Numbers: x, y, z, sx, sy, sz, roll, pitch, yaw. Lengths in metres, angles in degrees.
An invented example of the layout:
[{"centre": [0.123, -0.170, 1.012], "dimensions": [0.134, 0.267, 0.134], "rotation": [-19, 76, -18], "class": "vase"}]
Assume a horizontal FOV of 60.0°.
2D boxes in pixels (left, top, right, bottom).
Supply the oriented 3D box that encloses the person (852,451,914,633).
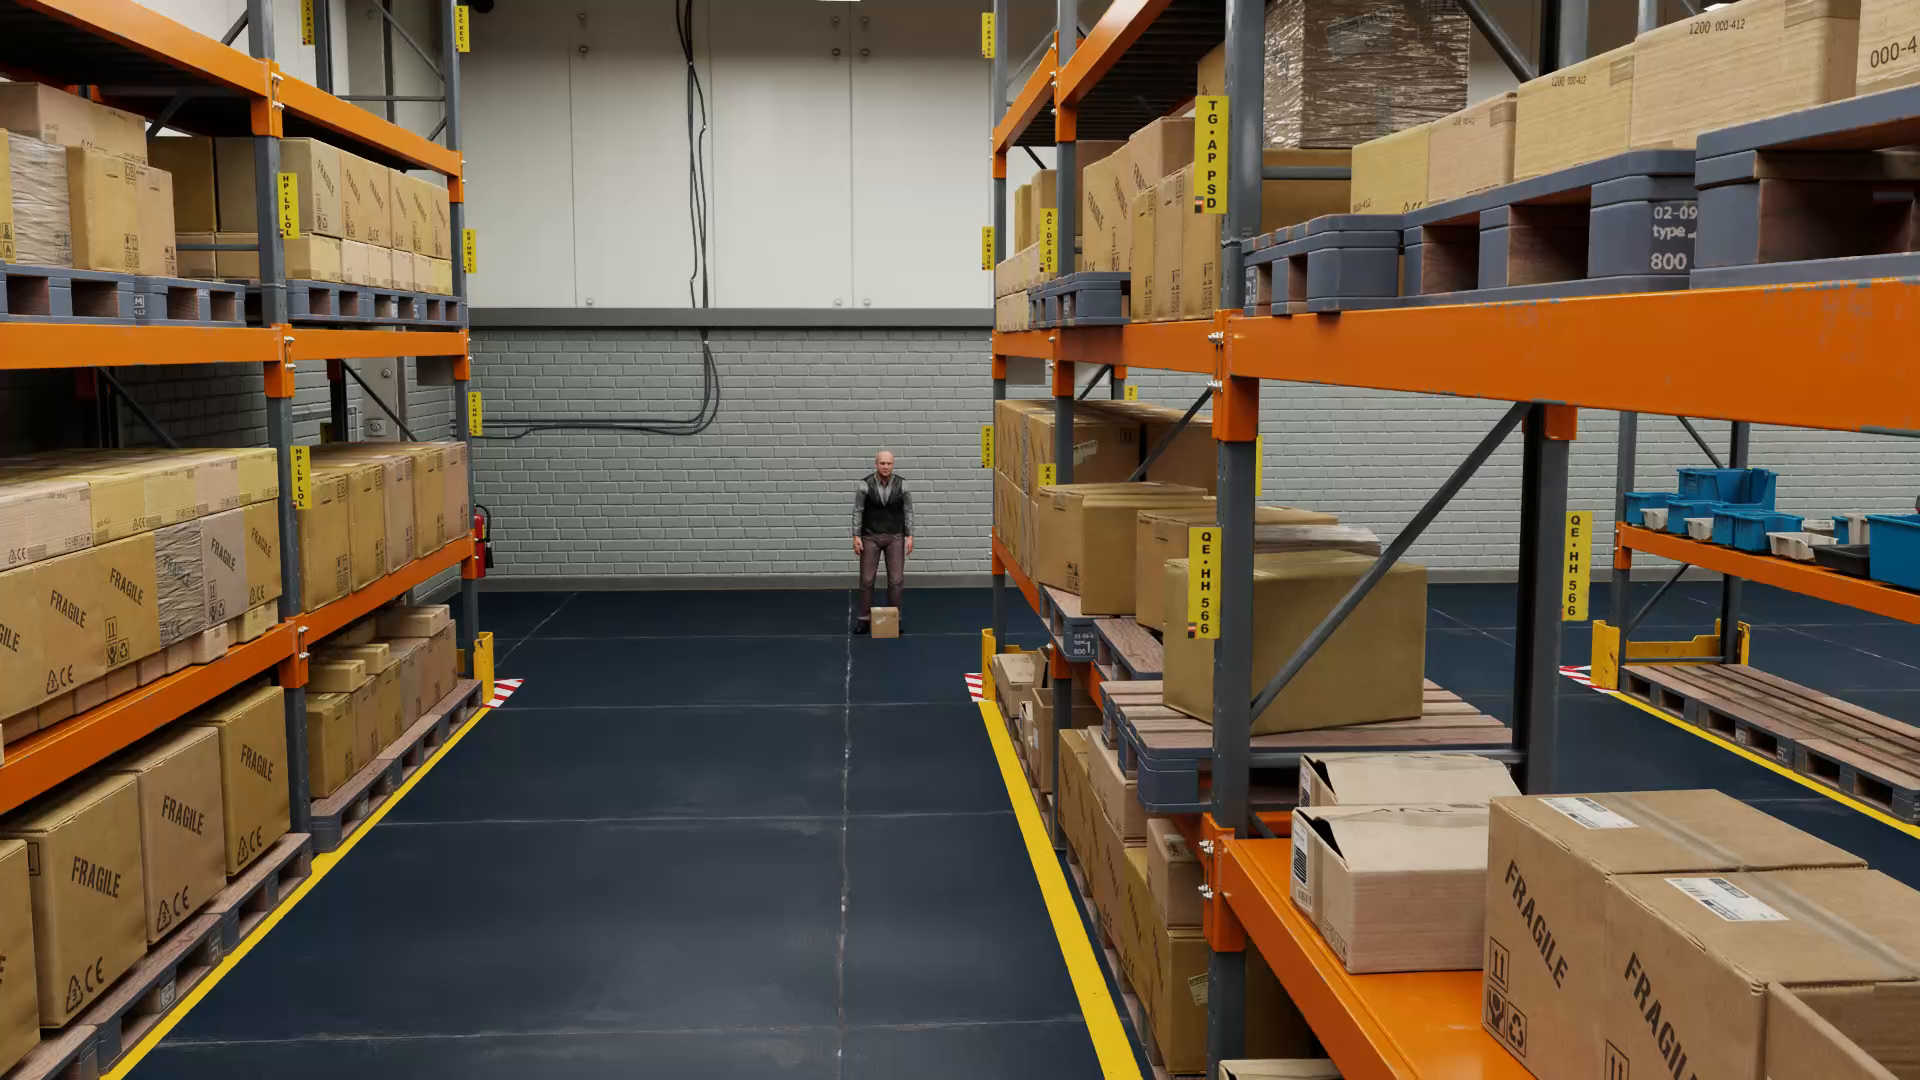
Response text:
[{"centre": [-0.728, 0.009, 15.766], "dimensions": [0.590, 1.722, 0.412], "rotation": [-1, 7, -6], "class": "person"}]
